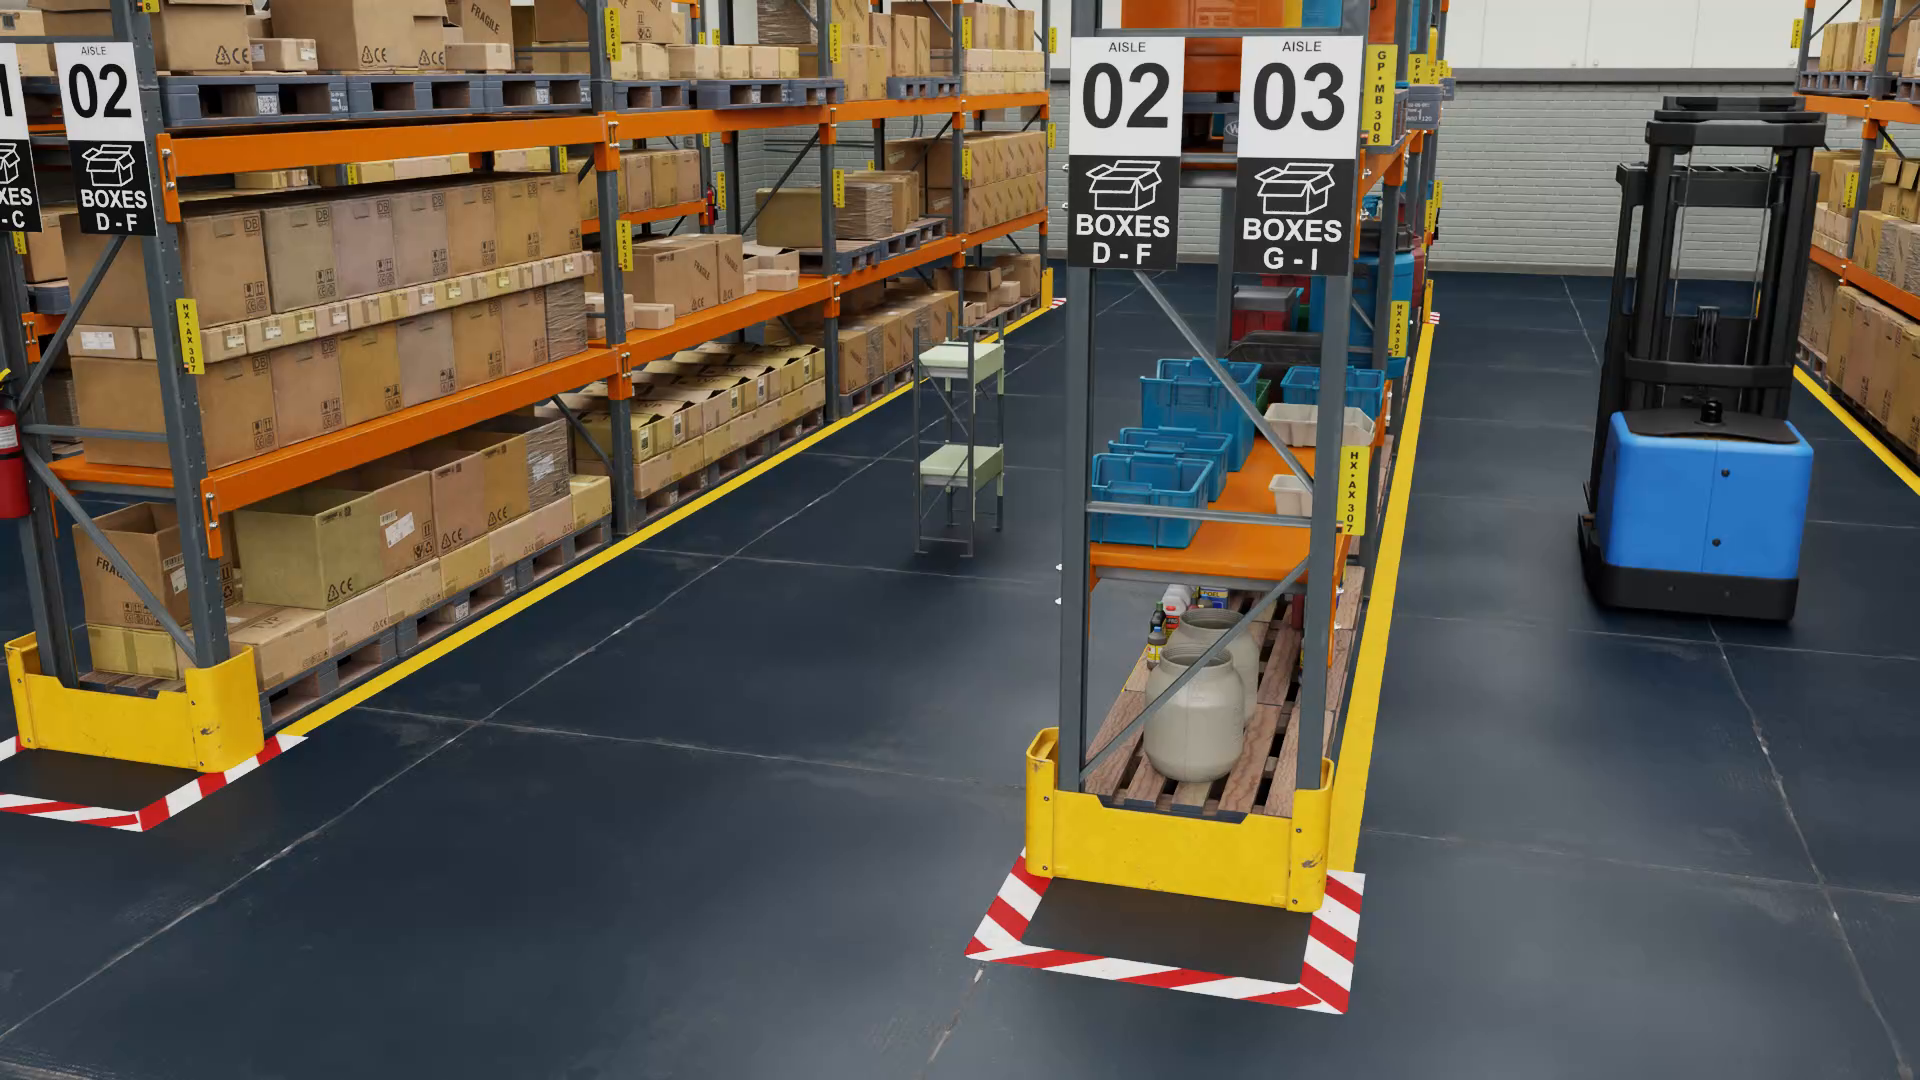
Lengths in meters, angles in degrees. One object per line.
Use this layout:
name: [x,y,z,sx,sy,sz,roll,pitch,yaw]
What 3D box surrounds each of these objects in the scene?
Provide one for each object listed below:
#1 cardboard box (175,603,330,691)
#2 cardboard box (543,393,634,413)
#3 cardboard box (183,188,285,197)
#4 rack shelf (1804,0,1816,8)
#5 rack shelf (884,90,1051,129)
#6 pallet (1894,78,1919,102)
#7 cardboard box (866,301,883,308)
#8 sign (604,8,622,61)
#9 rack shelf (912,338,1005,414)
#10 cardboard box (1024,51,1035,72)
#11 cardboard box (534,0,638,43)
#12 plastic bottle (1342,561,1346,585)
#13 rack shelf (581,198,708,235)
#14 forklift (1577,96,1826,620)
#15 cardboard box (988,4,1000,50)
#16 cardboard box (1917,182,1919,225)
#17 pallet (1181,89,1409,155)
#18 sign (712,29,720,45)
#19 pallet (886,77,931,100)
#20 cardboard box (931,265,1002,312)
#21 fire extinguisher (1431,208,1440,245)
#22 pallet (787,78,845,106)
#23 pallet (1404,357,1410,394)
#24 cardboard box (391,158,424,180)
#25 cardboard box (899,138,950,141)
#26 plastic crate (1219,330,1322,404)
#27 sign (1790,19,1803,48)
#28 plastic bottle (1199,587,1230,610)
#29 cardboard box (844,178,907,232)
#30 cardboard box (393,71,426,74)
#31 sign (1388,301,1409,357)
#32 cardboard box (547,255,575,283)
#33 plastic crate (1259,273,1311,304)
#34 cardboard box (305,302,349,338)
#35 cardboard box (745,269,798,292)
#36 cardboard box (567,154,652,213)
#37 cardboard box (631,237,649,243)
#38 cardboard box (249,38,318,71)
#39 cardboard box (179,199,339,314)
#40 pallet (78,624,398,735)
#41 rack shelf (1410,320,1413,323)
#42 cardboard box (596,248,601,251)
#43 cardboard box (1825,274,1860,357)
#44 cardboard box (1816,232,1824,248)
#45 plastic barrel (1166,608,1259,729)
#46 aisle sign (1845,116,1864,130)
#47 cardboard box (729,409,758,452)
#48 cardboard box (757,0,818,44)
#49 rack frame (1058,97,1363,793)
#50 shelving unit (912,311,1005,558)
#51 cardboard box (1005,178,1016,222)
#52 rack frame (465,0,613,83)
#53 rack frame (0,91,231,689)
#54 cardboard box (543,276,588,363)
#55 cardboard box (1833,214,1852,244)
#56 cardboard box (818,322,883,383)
cardboard box: [-3.504,0.525,8.250,0.500,0.250,0.500,5,16,16]
cardboard box: [-2.751,-0.933,12.363,0.500,0.311,0.500,5,17,17]
cardboard box: [-6.603,-2.936,15.196,0.700,0.500,0.500,3,16,11]
rack shelf: [9.606,-5.714,17.034,1.077,0.370,4.000,5,16,16]
rack shelf: [0.109,-5.232,20.101,1.077,0.370,4.000,5,16,16]
pallet: [8.824,-3.950,14.613,0.805,0.209,1.217,4,16,14]
cardboard box: [-1.120,-2.243,17.515,0.500,0.500,0.500,5,17,17]
sign: [-2.200,-3.206,10.547,0.100,0.325,0.005,5,16,16]
rack shelf: [-0.002,-1.095,11.012,0.431,0.370,0.720,5,16,16]
cardboard box: [0.634,-5.985,20.795,0.500,0.250,0.500,5,16,16]
cardboard box: [-2.519,-3.611,11.198,0.500,0.500,0.500,5,17,17]
plastic bottle: [2.195,0.113,9.607,0.061,0.283,0.133,5,17,19]
rack shelf: [-4.641,-4.172,21.861,1.077,0.370,4.000,5,16,16]
forklift: [4.685,-1.313,10.588,1.130,2.935,3.031,5,17,16]
cardboard box: [0.057,-5.966,19.352,0.700,0.500,0.500,5,16,16]
cardboard box: [8.496,-2.863,13.906,0.797,0.503,0.637,5,17,18]
pallet: [1.208,-1.649,6.494,1.003,0.211,1.213,5,16,16]
sign: [-2.116,-4.300,14.548,0.100,0.325,0.005,5,16,16]
pallet: [-1.004,-4.528,16.644,1.213,0.211,1.003,5,16,16]
cardboard box: [0.070,-3.115,20.582,0.797,0.503,0.637,5,16,16]
fire extinguisher: [5.904,-4.061,20.975,0.296,0.674,0.183,5,16,16]
pallet: [-1.703,-3.733,13.844,1.213,0.211,1.003,5,17,18]
pallet: [4.030,-1.687,16.890,1.003,0.211,1.213,5,16,16]
cardboard box: [-5.818,-3.750,16.913,0.500,0.250,0.500,4,16,15]
cardboard box: [-0.421,-4.428,19.428,0.500,0.500,0.500,4,16,15]
plastic crate: [1.745,-0.977,9.391,0.767,0.338,0.504,5,16,16]
sign: [9.644,-5.836,19.163,0.100,0.325,0.005,5,16,16]
plastic bottle: [1.363,0.309,8.927,0.152,0.276,0.135,5,16,16]
cardboard box: [-0.902,-3.395,16.850,0.700,0.500,0.500,1,16,2]
cardboard box: [-5.994,-5.069,17.218,0.700,0.500,0.500,6,17,19]
sign: [2.540,-1.222,9.632,0.100,0.325,0.005,5,16,16]
cardboard box: [-2.677,-1.727,10.549,0.380,0.149,0.250,4,16,15]
plastic crate: [2.400,-1.812,12.104,0.402,0.464,0.583,5,16,16]
cardboard box: [-3.333,-1.119,8.406,0.380,0.149,0.250,4,16,15]
cardboard box: [-1.587,-2.188,14.007,0.380,0.149,0.250,5,16,16]
cardboard box: [-4.630,-4.662,21.719,0.980,0.700,0.700,4,16,13]
cardboard box: [-4.475,-4.078,22.832,0.380,0.149,0.250,5,16,16]
cardboard box: [-3.366,-2.358,8.084,0.380,0.149,0.250,5,16,16]
cardboard box: [-3.565,-1.418,8.270,0.700,0.500,0.500,4,16,14]
pallet: [-3.692,0.666,8.596,1.003,0.211,1.213,5,16,16]
rack shelf: [3.721,-2.358,15.463,1.077,0.370,4.000,5,16,16]
cardboard box: [-4.478,-3.707,21.523,0.380,0.149,0.250,4,16,14]
cardboard box: [9.302,-2.189,16.675,0.875,0.875,0.875,5,16,16]
cardboard box: [9.102,-3.097,17.210,0.380,0.149,0.250,5,17,17]
plastic barrel: [1.135,0.598,7.513,0.421,0.512,0.421,0,16,0]
aisle sign: [10.483,-5.136,19.175,0.394,0.787,0.004,5,16,16]
cardboard box: [-1.944,-0.887,13.229,0.500,0.250,0.500,5,17,17]
cardboard box: [-1.466,-4.651,14.719,0.500,0.500,0.500,5,16,16]
rack frame: [0.879,-0.088,6.141,1.000,3.000,0.127,5,16,16]
shelving unit: [-0.002,-0.720,11.119,0.431,1.500,0.755,5,16,16]
cardboard box: [0.377,-4.170,20.353,0.500,0.500,0.500,4,16,15]
rack frame: [-2.733,-4.405,10.369,1.000,3.000,0.127,5,16,16]
rack frame: [-3.869,-0.473,7.499,1.000,3.000,0.127,5,16,16]
cardboard box: [-2.853,-1.451,10.763,0.700,0.500,0.500,4,16,14]
cardboard box: [8.912,-3.050,16.314,0.500,0.250,0.500,4,16,15]
cardboard box: [-1.049,-1.809,15.985,0.500,0.500,0.500,4,16,14]
